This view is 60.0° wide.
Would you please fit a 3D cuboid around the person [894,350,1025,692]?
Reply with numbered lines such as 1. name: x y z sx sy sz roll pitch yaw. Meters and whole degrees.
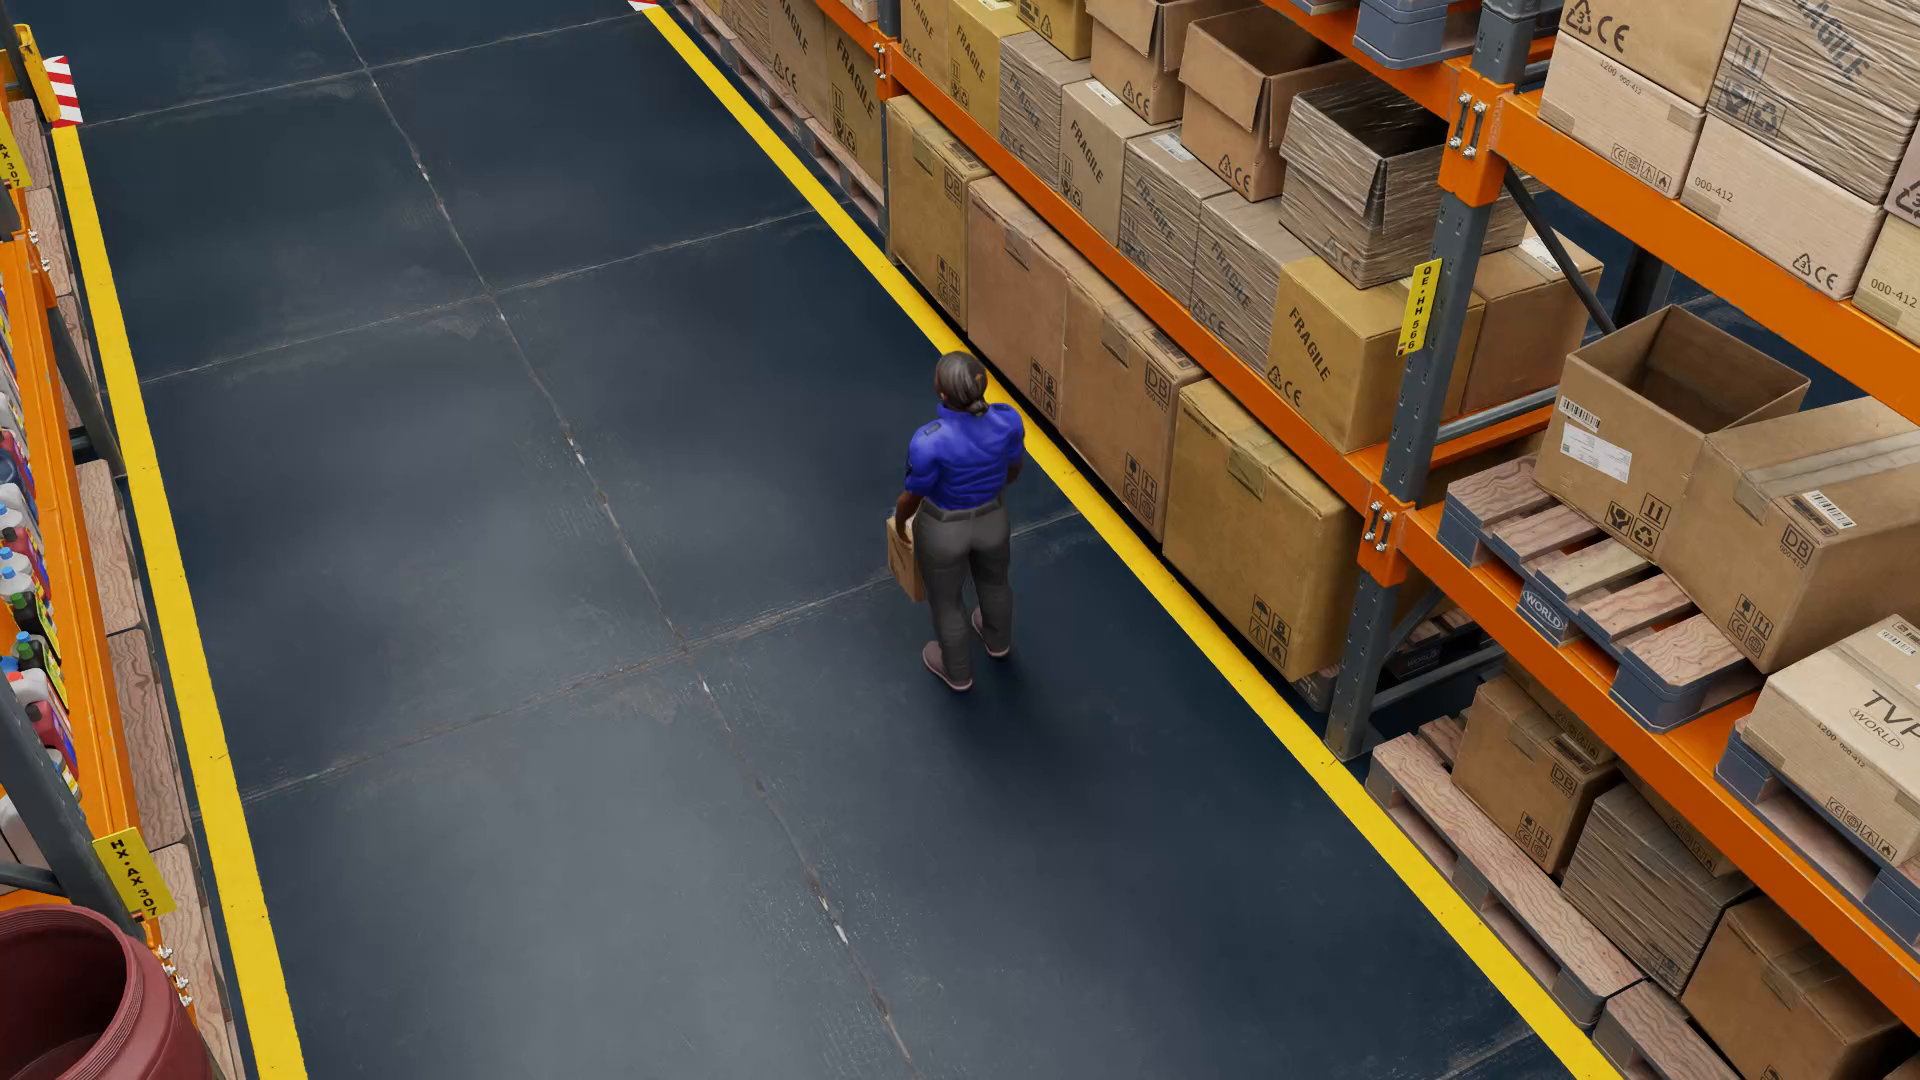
1. person: -0.010 -0.100 6.265 0.547 1.654 0.502 -17 44 -18
